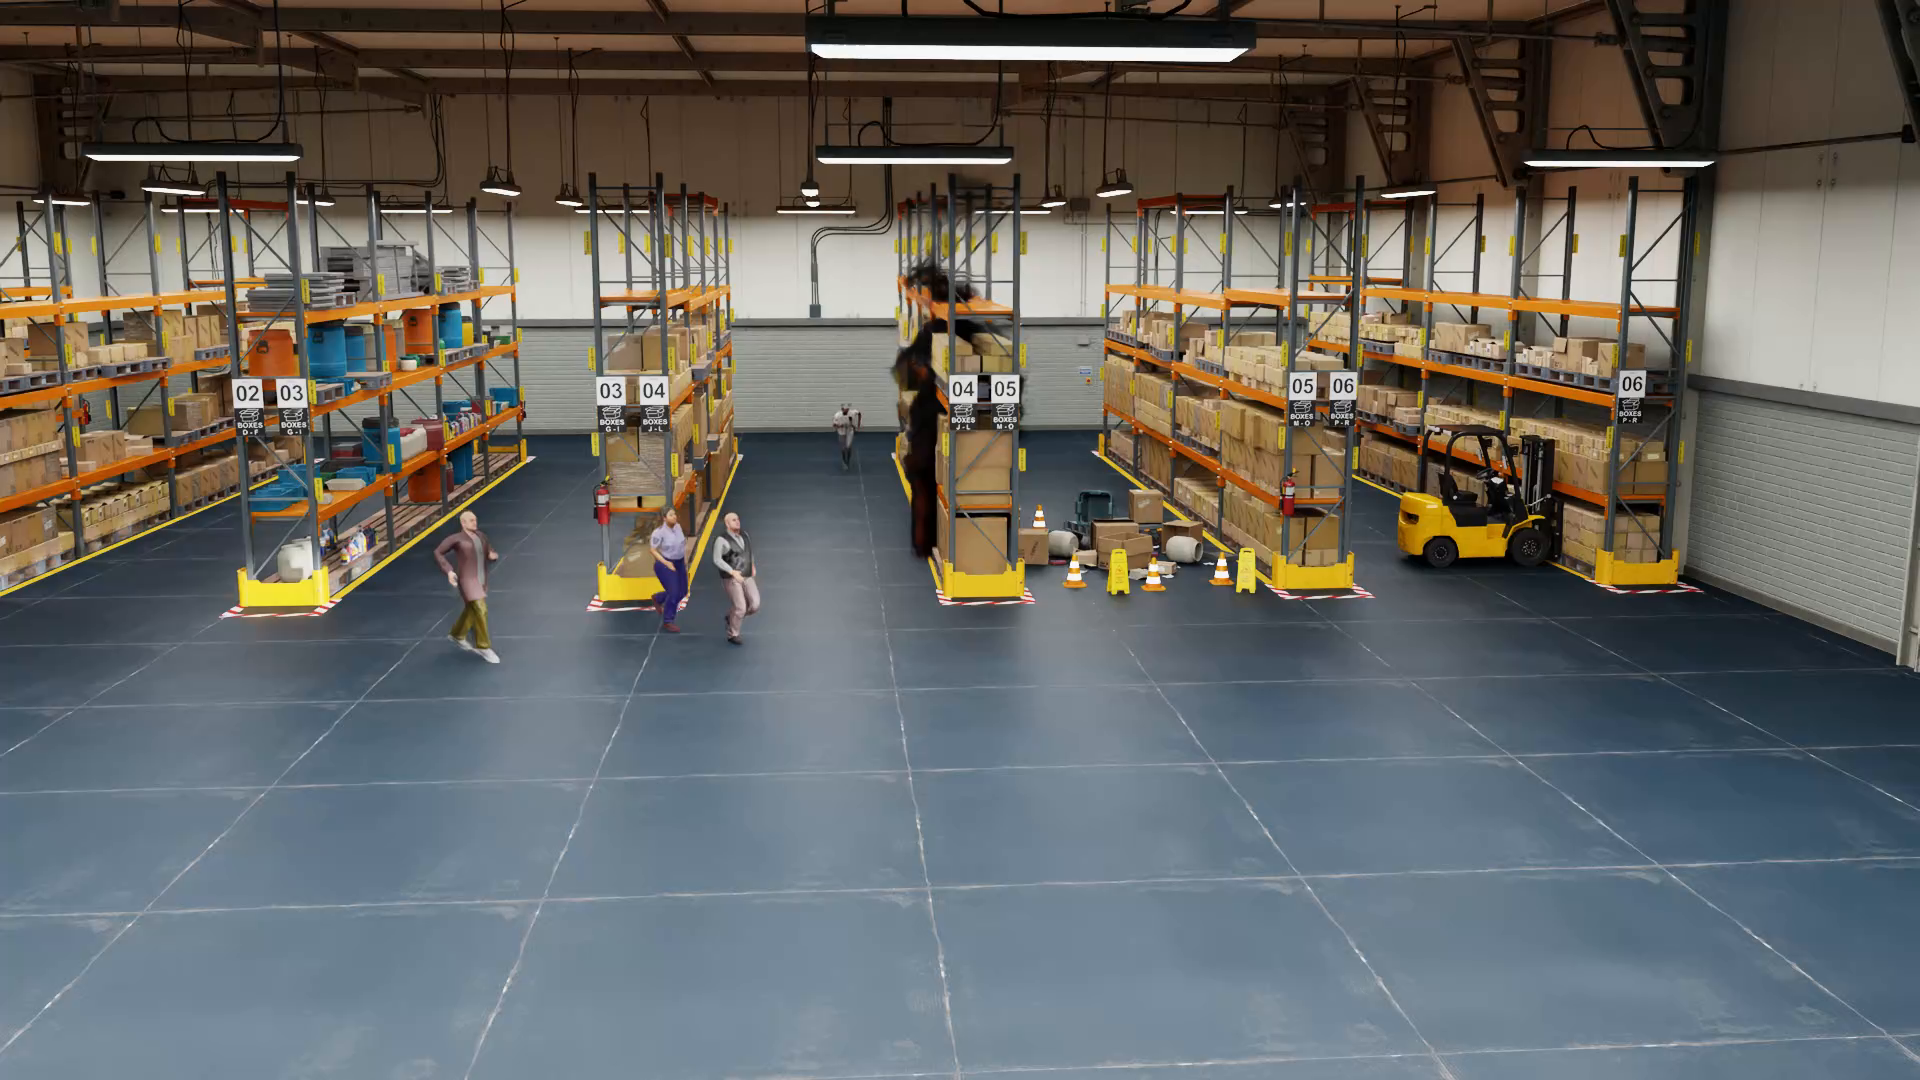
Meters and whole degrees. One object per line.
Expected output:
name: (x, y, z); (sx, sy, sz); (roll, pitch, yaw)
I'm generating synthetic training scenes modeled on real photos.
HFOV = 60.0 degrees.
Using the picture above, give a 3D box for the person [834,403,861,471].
person: (-2.551, -2.352, 37.682); (0.611, 1.581, 0.960); (0, 10, -2)

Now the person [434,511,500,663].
person: (-5.996, 0.555, 20.378); (0.904, 1.831, 0.677); (4, 11, 23)

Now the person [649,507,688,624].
person: (-3.832, 0.322, 21.838); (0.574, 1.541, 0.618); (7, 12, 35)

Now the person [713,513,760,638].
person: (-2.816, 0.458, 21.128); (0.487, 1.626, 0.668); (8, 13, 37)
